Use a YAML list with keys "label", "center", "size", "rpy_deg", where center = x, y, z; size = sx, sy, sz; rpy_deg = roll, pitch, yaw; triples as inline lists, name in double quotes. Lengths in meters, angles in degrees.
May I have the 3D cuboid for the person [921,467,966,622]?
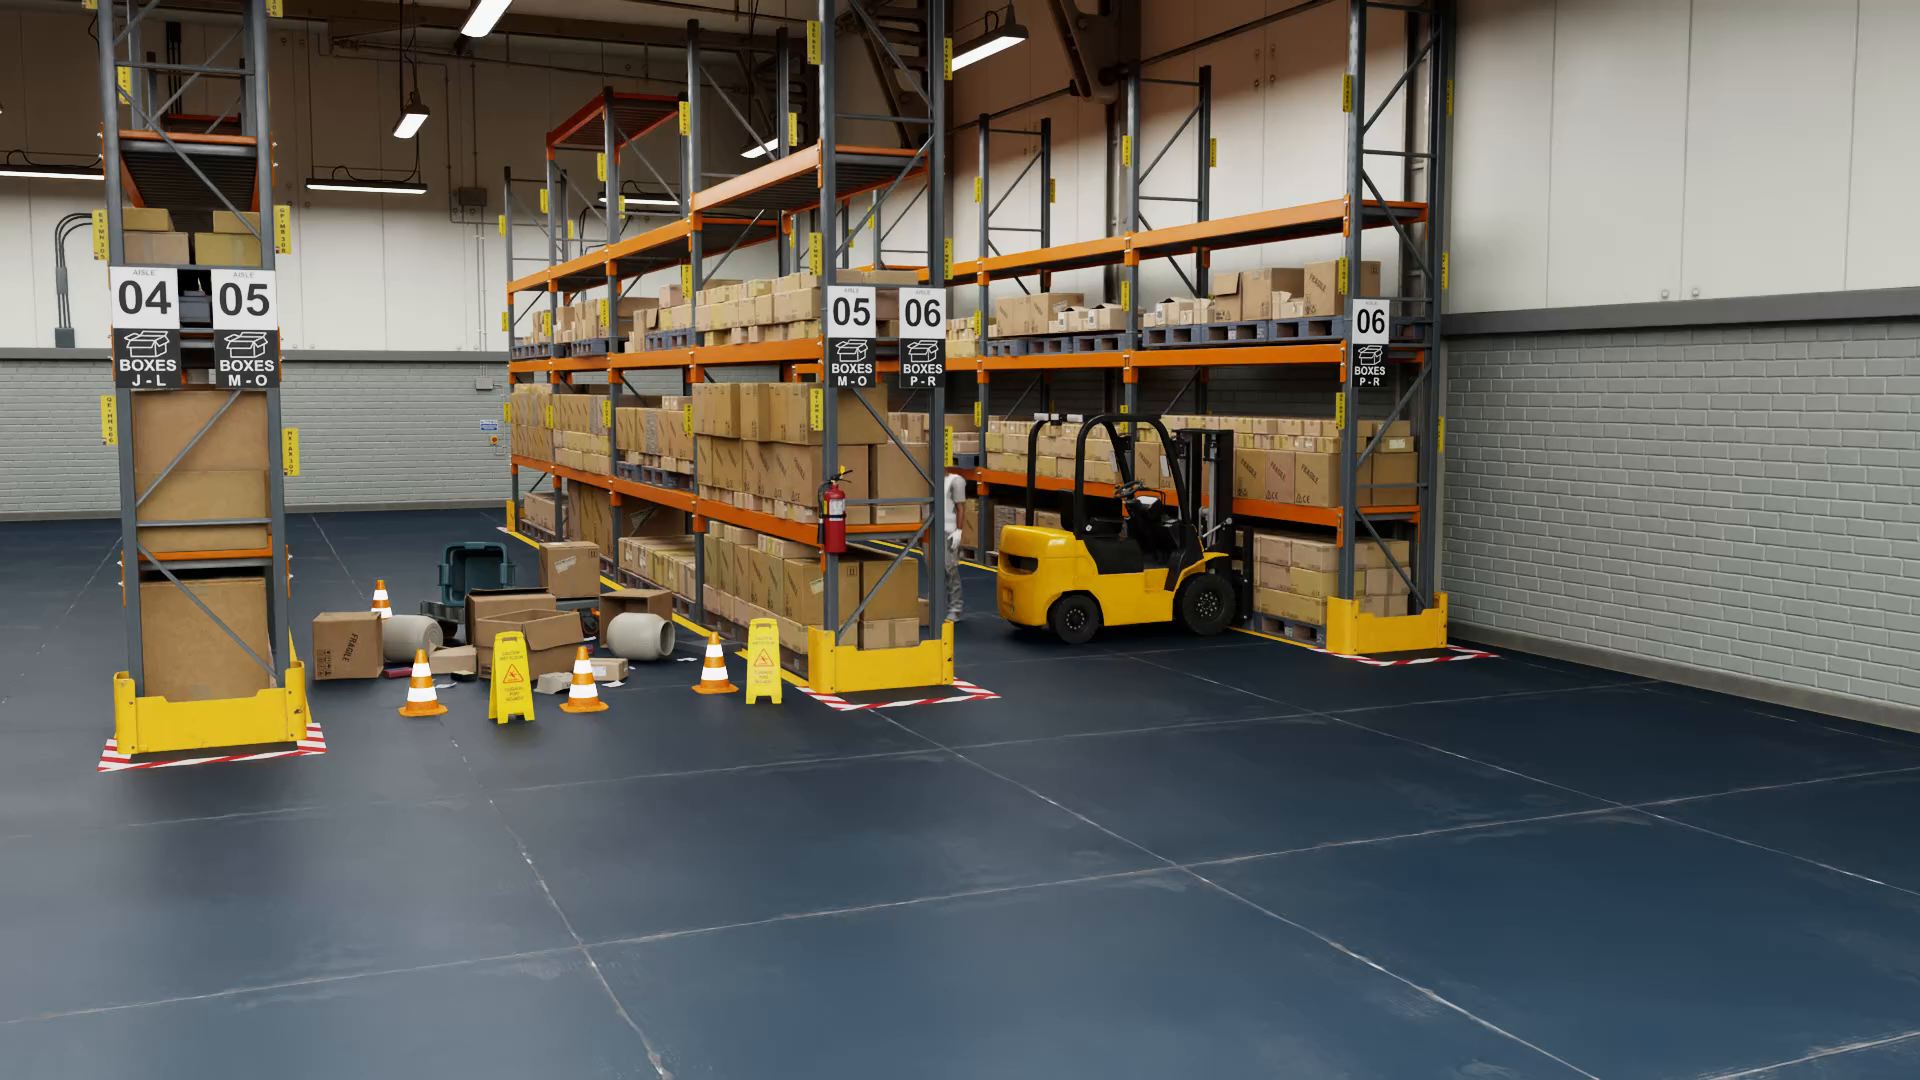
- label: "person"
  center: [-0.202, -0.061, 17.212]
  size: [0.560, 1.804, 0.371]
  rpy_deg: [4, 7, 39]
